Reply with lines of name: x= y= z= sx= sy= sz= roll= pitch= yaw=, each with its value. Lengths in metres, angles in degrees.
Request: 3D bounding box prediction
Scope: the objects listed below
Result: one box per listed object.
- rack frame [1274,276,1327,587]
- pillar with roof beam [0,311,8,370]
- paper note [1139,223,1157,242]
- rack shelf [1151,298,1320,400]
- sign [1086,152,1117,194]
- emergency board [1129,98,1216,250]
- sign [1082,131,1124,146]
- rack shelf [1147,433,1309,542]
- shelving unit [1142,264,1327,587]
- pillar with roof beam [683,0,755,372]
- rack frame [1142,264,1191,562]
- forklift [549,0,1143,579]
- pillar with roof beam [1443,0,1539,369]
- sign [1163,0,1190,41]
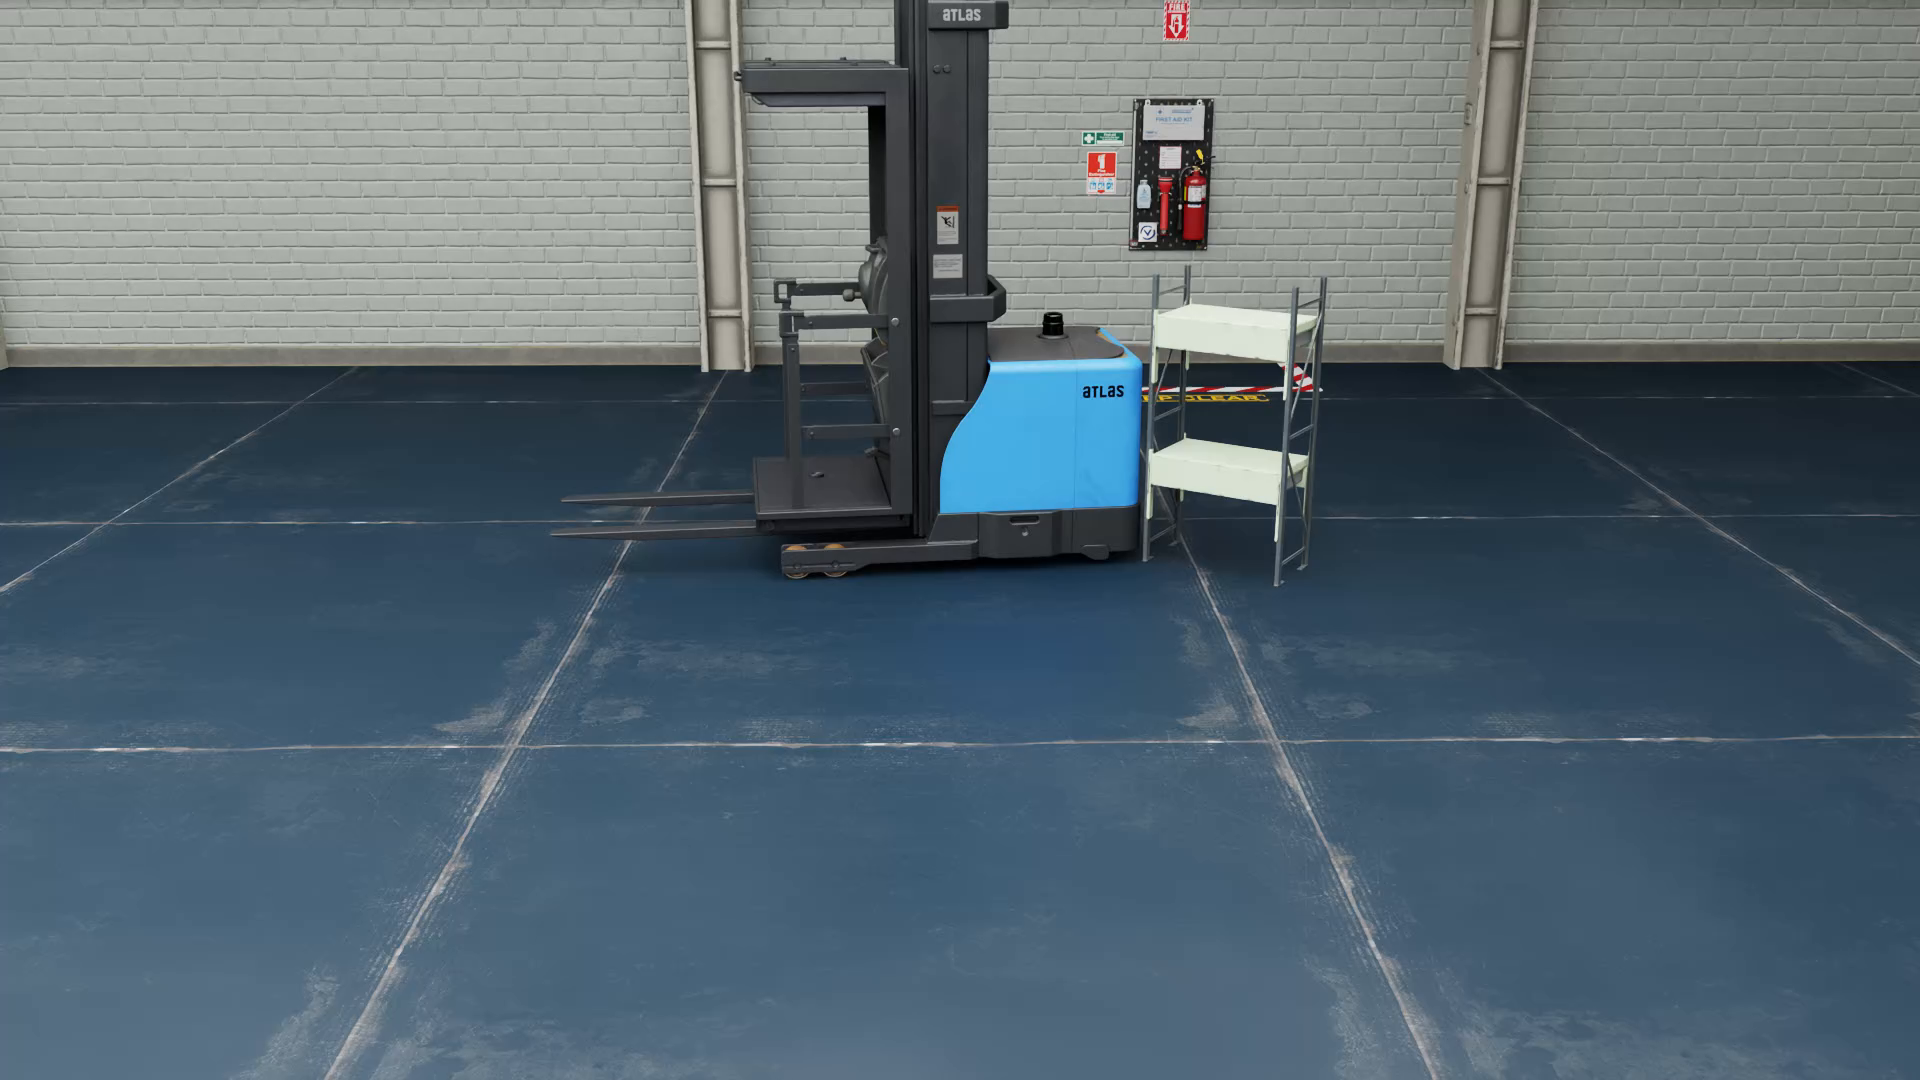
rack frame: x=1.687 y=-0.530 z=8.244 sx=0.023 sy=1.500 sz=0.400 roll=11 pitch=21 yaw=31
pillar with roof beam: x=-7.791 y=-4.326 z=7.800 sx=0.400 sy=9.000 sz=9.100 roll=0 pitch=18 yaw=-1
paper note: x=1.490 y=-2.442 z=13.192 sx=0.142 sy=0.148 sz=0.016 roll=0 pitch=18 yaw=-1
rack shelf: x=1.380 y=-0.962 z=8.314 sx=0.720 sy=0.370 sz=0.431 roll=11 pitch=21 yaw=31
sign: x=1.114 y=-2.887 z=13.079 sx=0.234 sy=0.329 sz=0.001 roll=0 pitch=18 yaw=-1
emergency board: x=1.668 y=-2.841 z=12.994 sx=0.643 sy=1.169 sz=0.194 roll=0 pitch=18 yaw=-1
sign: x=1.118 y=-3.137 z=12.990 sx=0.331 sy=0.109 sz=0.001 roll=0 pitch=18 yaw=-1
rack shelf: x=1.380 y=-0.280 z=8.533 sx=0.720 sy=0.370 sz=0.431 roll=11 pitch=21 yaw=31
shelving unit: x=1.380 y=-0.590 z=8.433 sx=0.755 sy=1.500 sz=0.431 roll=11 pitch=21 yaw=31
pillar with roof beam: x=-1.792 y=-4.355 z=7.890 sx=0.400 sy=9.000 sz=9.100 roll=0 pitch=18 yaw=-1
rack frame: x=1.072 y=-0.651 z=8.621 sx=0.023 sy=1.500 sz=0.400 roll=11 pitch=21 yaw=31
forklift: x=-0.617 y=-1.371 z=8.522 sx=3.031 sy=2.935 sz=1.130 roll=-2 pitch=18 yaw=-7
pillar with roof beam: x=4.208 y=-4.383 z=7.980 sx=0.400 sy=9.000 sz=9.100 roll=0 pitch=18 yaw=-1
sign: x=1.658 y=-3.976 z=12.735 sx=0.199 sy=0.298 sz=0.001 roll=0 pitch=18 yaw=-1
